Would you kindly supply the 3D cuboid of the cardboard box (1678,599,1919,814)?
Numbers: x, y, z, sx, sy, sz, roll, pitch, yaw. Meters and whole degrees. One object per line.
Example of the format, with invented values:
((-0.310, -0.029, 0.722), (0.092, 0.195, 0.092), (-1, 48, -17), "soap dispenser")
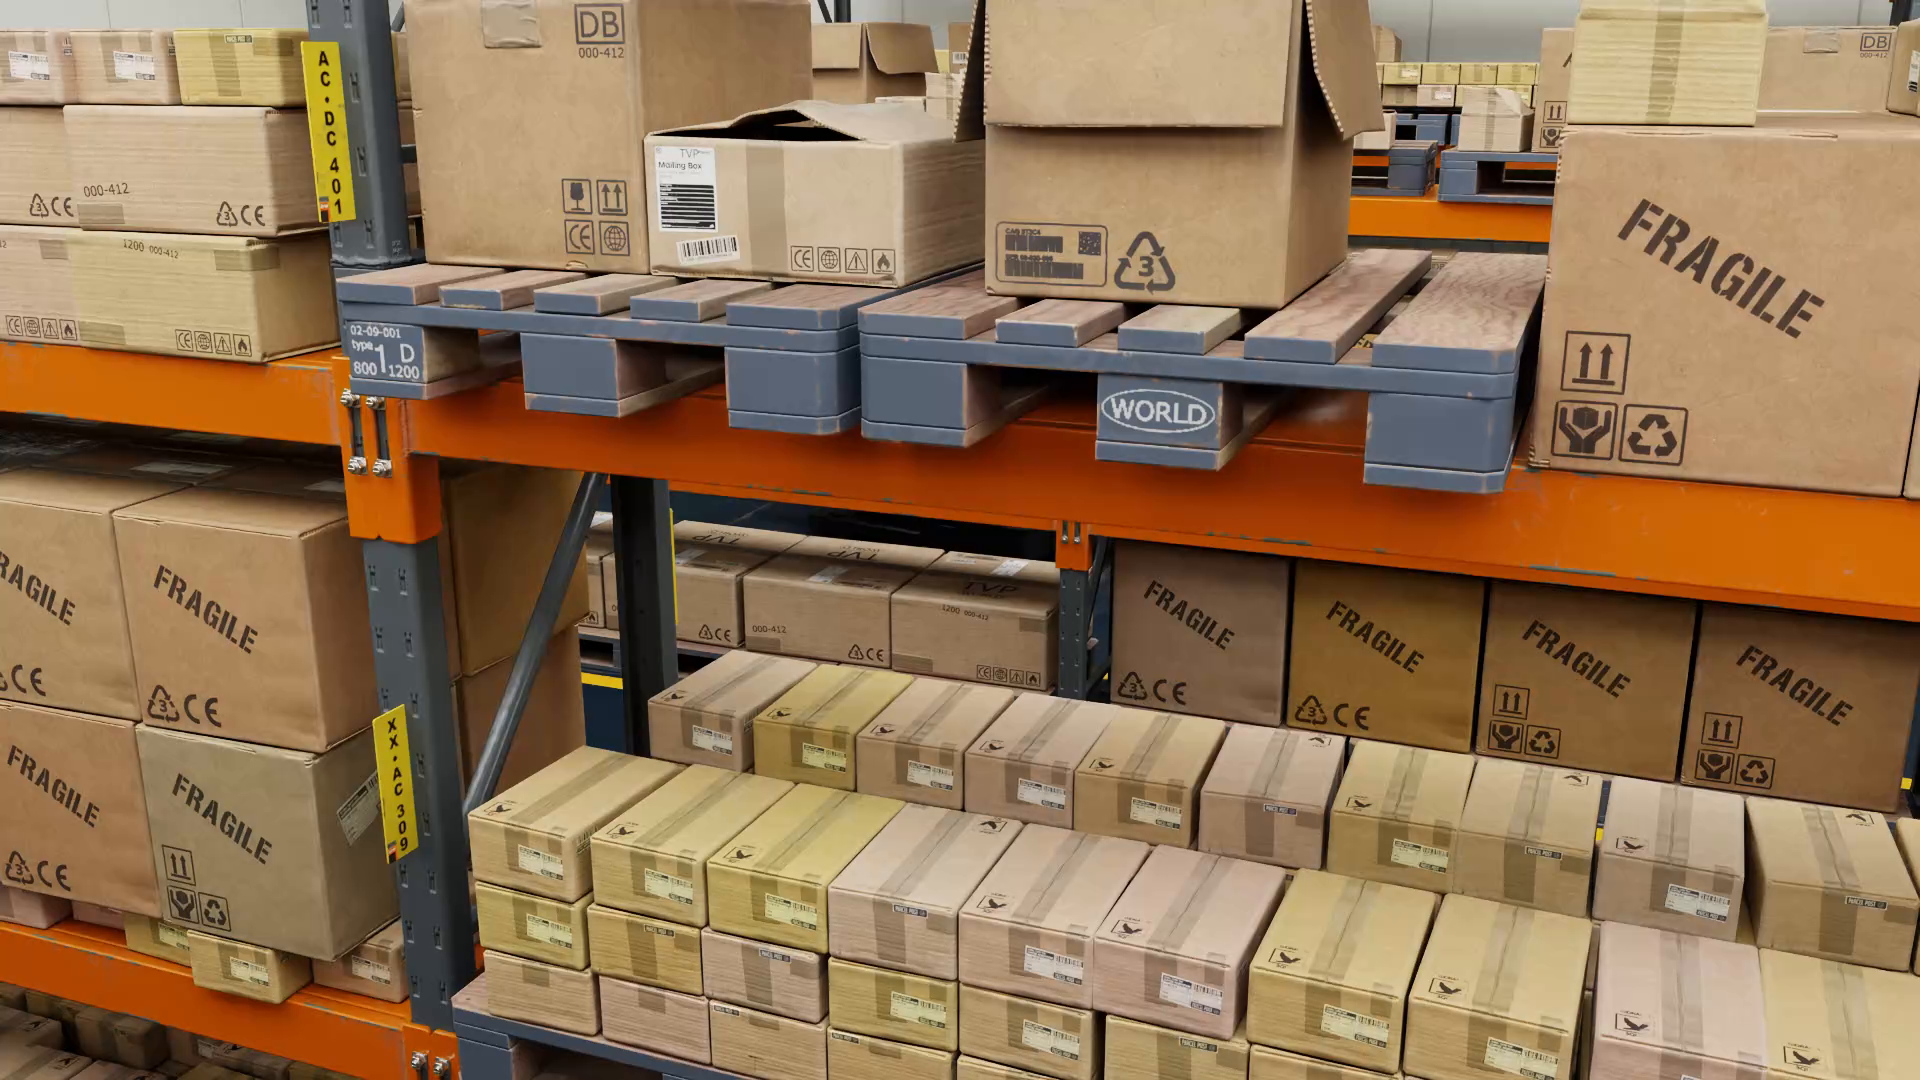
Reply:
((3.845, 0.627, 7.692), (0.875, 0.875, 0.875), (6, 17, 20), "cardboard box")

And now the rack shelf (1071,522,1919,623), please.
((2.597, 0.041, 7.942), (4.000, 0.370, 1.077), (6, 17, 21), "rack shelf")

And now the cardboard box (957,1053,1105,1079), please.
((0.173, 0.969, 3.153), (0.250, 0.149, 0.380), (5, 17, 18), "cardboard box")

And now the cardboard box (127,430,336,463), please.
((-1.804, -0.044, 4.440), (0.500, 0.500, 0.500), (6, 17, 19), "cardboard box")

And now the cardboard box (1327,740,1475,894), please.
((0.922, 0.570, 3.462), (0.250, 0.149, 0.380), (6, 17, 20), "cardboard box")

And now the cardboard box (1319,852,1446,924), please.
((0.908, 0.711, 3.508), (0.250, 0.149, 0.380), (7, 18, 23), "cardboard box")

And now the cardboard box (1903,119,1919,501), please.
((1.640, -0.334, 2.386), (0.500, 0.500, 0.500), (6, 17, 21), "cardboard box")

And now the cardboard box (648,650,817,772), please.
((-0.541, 0.409, 4.015), (0.250, 0.149, 0.380), (7, 18, 23), "cardboard box")

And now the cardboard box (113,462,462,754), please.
((-1.523, 0.136, 3.818), (0.500, 0.500, 0.500), (6, 17, 19), "cardboard box")

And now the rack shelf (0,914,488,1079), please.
((-2.847, 0.926, 4.894), (4.000, 0.370, 1.077), (6, 17, 21), "rack shelf")

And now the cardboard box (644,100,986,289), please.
((-0.245, -0.670, 3.127), (0.500, 0.311, 0.500), (6, 17, 20), "cardboard box")

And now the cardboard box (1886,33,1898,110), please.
((4.051, -1.791, 6.644), (0.637, 0.503, 0.797), (5, 17, 17), "cardboard box")

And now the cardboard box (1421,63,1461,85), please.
((3.415, -3.300, 11.763), (0.250, 0.149, 0.380), (6, 17, 20), "cardboard box")

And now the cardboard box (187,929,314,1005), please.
((-1.617, 0.939, 4.009), (0.250, 0.149, 0.380), (6, 17, 19), "cardboard box")

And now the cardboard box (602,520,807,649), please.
((-1.480, 0.244, 9.796), (0.875, 0.438, 0.875), (7, 18, 22), "cardboard box")

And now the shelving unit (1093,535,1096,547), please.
((1.354, -0.567, 11.437), (1.048, 1.500, 0.538), (6, 17, 20), "shelving unit")

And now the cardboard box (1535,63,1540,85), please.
((4.125, -3.222, 11.498), (0.250, 0.149, 0.380), (6, 17, 21), "cardboard box")

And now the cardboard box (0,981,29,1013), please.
((-2.929, 1.392, 5.292), (0.250, 0.149, 0.380), (6, 17, 19), "cardboard box")

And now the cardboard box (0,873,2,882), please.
((-2.485, 0.513, 4.312), (0.500, 0.500, 0.500), (6, 17, 20), "cardboard box")

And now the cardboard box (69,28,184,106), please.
((-1.627, -1.000, 3.516), (0.250, 0.149, 0.380), (7, 18, 22), "cardboard box")

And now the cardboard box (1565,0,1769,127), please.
((1.059, -0.762, 2.486), (0.258, 0.266, 0.396), (6, 17, 21), "cardboard box")

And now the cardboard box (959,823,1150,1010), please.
((0.180, 0.684, 3.067), (0.250, 0.149, 0.380), (6, 17, 20), "cardboard box")

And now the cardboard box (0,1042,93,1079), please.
((-2.653, 1.584, 4.631), (0.250, 0.149, 0.380), (6, 17, 19), "cardboard box")

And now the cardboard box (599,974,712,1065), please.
((-0.528, 0.891, 3.423), (0.250, 0.149, 0.380), (7, 17, 22), "cardboard box")

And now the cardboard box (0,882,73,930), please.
((-2.339, 0.844, 4.338), (0.250, 0.149, 0.380), (5, 17, 18), "cardboard box")

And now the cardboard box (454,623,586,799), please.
((-1.354, 0.478, 4.433), (0.500, 0.500, 0.500), (6, 17, 20), "cardboard box")

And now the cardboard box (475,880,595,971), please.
((-0.789, 0.721, 3.474), (0.250, 0.149, 0.380), (7, 17, 22), "cardboard box")

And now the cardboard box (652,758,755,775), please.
((-0.544, 0.551, 4.060), (0.250, 0.149, 0.380), (7, 18, 22), "cardboard box")

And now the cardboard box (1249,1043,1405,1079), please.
((0.667, 0.880, 2.925), (0.250, 0.149, 0.380), (6, 17, 20), "cardboard box")

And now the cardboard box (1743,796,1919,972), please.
((1.652, 0.650, 3.185), (0.250, 0.149, 0.380), (6, 17, 18), "cardboard box")

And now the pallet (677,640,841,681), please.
((-1.081, 0.608, 9.702), (1.213, 0.211, 1.003), (6, 17, 21), "pallet")

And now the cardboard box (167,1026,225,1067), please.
((-2.176, 1.453, 5.080), (0.250, 0.149, 0.380), (7, 17, 22), "cardboard box")

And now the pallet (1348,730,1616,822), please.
((2.620, 1.014, 8.302), (1.213, 0.211, 1.003), (6, 17, 21), "pallet")

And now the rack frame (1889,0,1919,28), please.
((6.275, -4.269, 10.736), (0.127, 3.000, 1.000), (6, 17, 21), "rack frame")

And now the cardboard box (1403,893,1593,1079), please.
((0.909, 0.764, 2.794), (0.250, 0.149, 0.380), (7, 18, 23), "cardboard box")

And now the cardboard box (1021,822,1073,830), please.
((0.188, 0.630, 3.786), (0.250, 0.149, 0.380), (6, 17, 19), "cardboard box")

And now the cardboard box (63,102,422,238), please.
((-1.509, -0.805, 3.557), (0.500, 0.250, 0.500), (5, 17, 18), "cardboard box")

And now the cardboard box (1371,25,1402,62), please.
((3.122, -3.676, 12.317), (0.258, 0.266, 0.396), (6, 17, 21), "cardboard box")

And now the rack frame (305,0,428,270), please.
((-0.986, -2.096, 3.252), (0.127, 3.000, 1.000), (6, 17, 21), "rack frame")

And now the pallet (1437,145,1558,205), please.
((2.797, -1.615, 7.316), (1.213, 0.211, 1.003), (7, 18, 23), "pallet")

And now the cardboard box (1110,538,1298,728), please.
((1.342, 0.352, 8.637), (0.875, 0.875, 0.875), (7, 18, 22), "cardboard box")

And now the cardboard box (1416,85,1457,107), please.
((3.389, -3.149, 11.777), (0.250, 0.149, 0.380), (7, 17, 21), "cardboard box")

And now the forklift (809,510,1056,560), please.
((-0.510, -1.525, 12.169), (3.031, 2.935, 1.130), (11, 19, 32), "forklift")

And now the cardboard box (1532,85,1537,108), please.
((4.125, -3.082, 11.547), (0.250, 0.149, 0.380), (7, 17, 22), "cardboard box")

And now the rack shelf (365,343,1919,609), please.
((0.874, -0.105, 3.066), (4.000, 0.370, 1.077), (6, 17, 21), "rack shelf")

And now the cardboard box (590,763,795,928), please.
((-0.527, 0.605, 3.340), (0.250, 0.149, 0.380), (7, 18, 22), "cardboard box")

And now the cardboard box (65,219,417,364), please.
((-1.542, -0.563, 3.623), (0.500, 0.250, 0.500), (7, 17, 22), "cardboard box")

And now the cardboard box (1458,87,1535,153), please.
((2.307, -1.809, 7.132), (0.258, 0.266, 0.396), (8, 18, 25), "cardboard box")

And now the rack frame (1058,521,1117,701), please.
((0.736, -0.509, 8.547), (0.127, 3.000, 1.000), (6, 17, 21), "rack frame")

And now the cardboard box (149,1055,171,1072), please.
((-2.423, 1.567, 5.224), (0.250, 0.149, 0.380), (6, 17, 20), "cardboard box")

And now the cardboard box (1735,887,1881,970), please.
((1.621, 0.790, 3.237), (0.250, 0.149, 0.380), (6, 17, 21), "cardboard box")

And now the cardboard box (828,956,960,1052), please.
((-0.064, 0.800, 3.203), (0.250, 0.149, 0.380), (5, 17, 18), "cardboard box")

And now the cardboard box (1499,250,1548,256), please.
((4.134, -1.806, 12.080), (0.500, 0.500, 0.700), (6, 17, 20), "cardboard box")

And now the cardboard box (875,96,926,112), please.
((-0.221, -2.088, 8.123), (0.250, 0.149, 0.380), (7, 17, 22), "cardboard box")

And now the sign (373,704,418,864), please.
((-1.178, 0.511, 3.481), (0.005, 0.325, 0.100), (6, 17, 21), "sign")

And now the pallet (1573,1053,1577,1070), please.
((0.878, 1.095, 3.367), (1.213, 0.211, 1.003), (6, 17, 21), "pallet")

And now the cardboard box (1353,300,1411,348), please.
((1.989, -0.821, 7.648), (0.500, 0.500, 0.500), (6, 17, 19), "cardboard box")

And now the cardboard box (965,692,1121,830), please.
((0.193, 0.490, 3.736), (0.250, 0.149, 0.380), (6, 17, 20), "cardboard box")
